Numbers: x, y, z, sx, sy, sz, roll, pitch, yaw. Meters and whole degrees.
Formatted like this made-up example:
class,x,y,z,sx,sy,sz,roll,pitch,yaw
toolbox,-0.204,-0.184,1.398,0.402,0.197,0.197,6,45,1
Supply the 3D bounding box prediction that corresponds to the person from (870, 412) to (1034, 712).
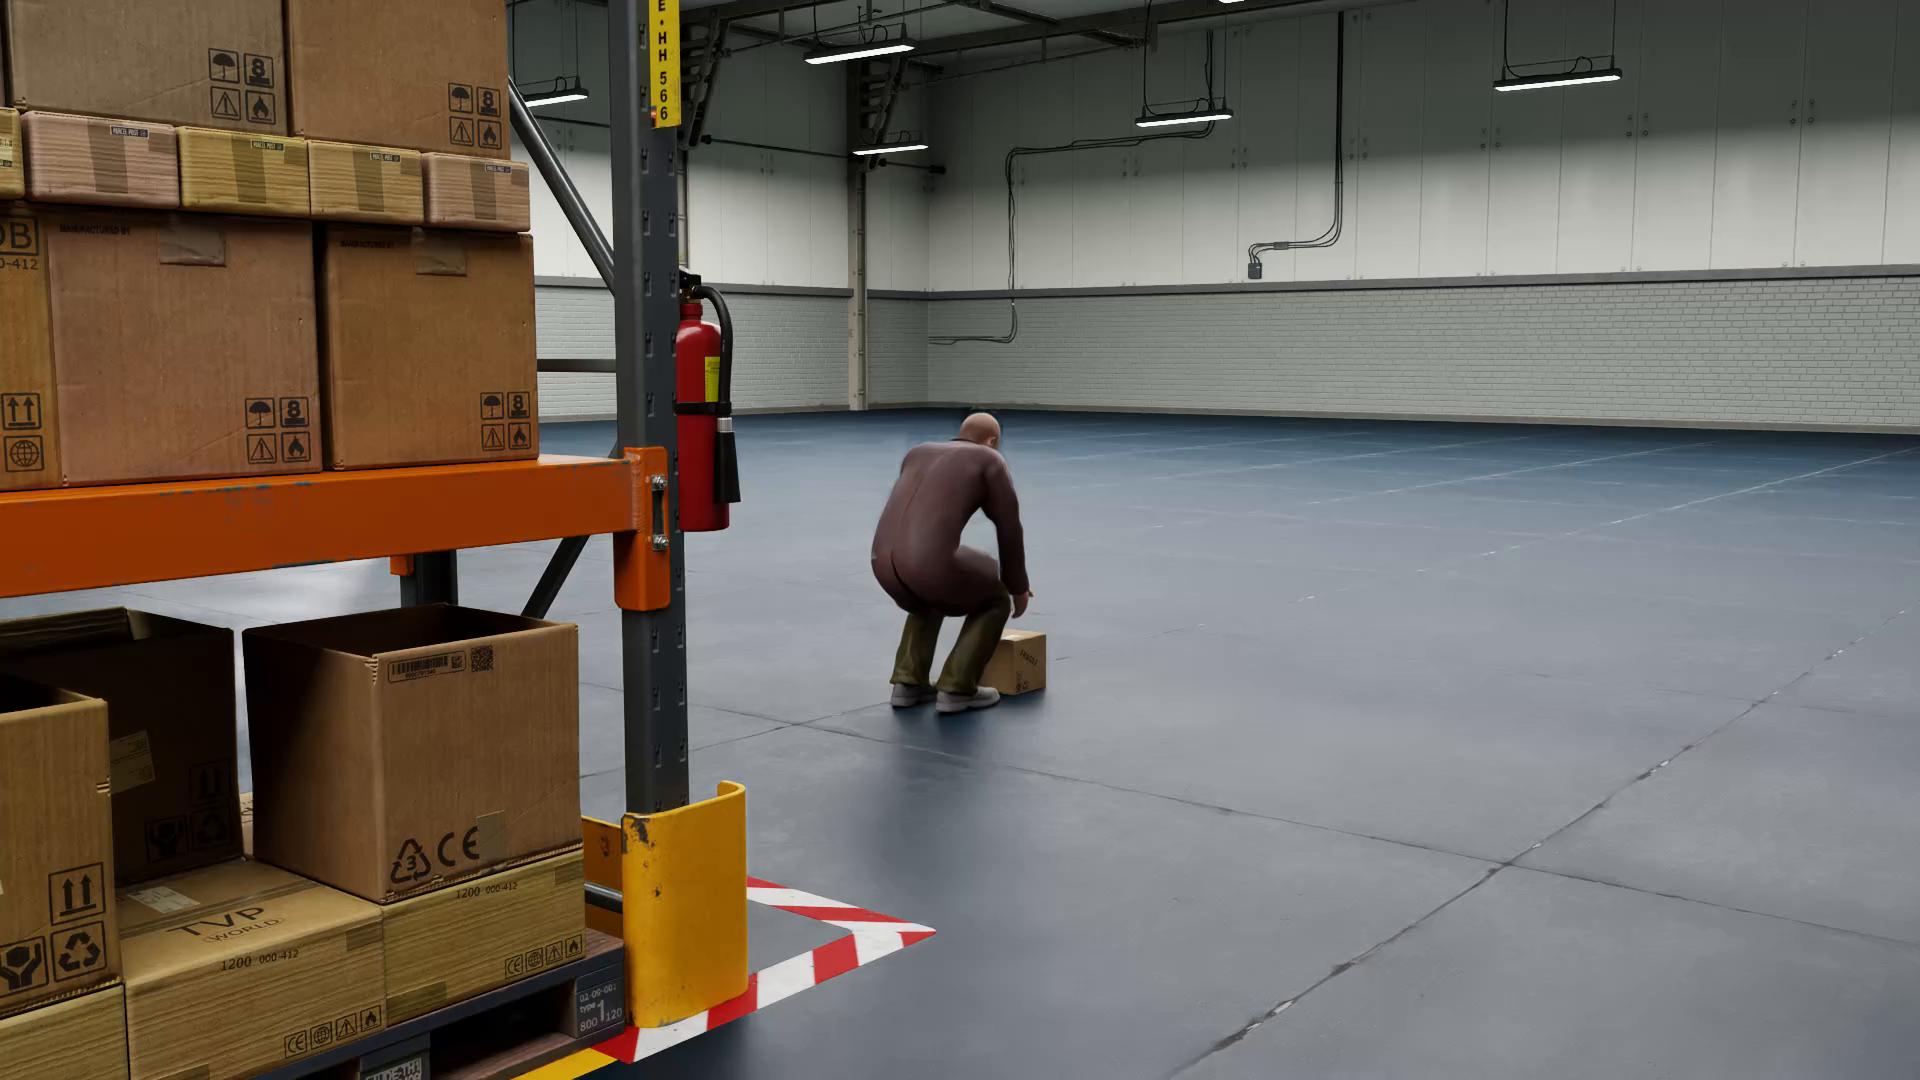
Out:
class,x,y,z,sx,sy,sz,roll,pitch,yaw
person,-0.075,0.087,7.271,0.630,1.270,0.793,5,8,38
